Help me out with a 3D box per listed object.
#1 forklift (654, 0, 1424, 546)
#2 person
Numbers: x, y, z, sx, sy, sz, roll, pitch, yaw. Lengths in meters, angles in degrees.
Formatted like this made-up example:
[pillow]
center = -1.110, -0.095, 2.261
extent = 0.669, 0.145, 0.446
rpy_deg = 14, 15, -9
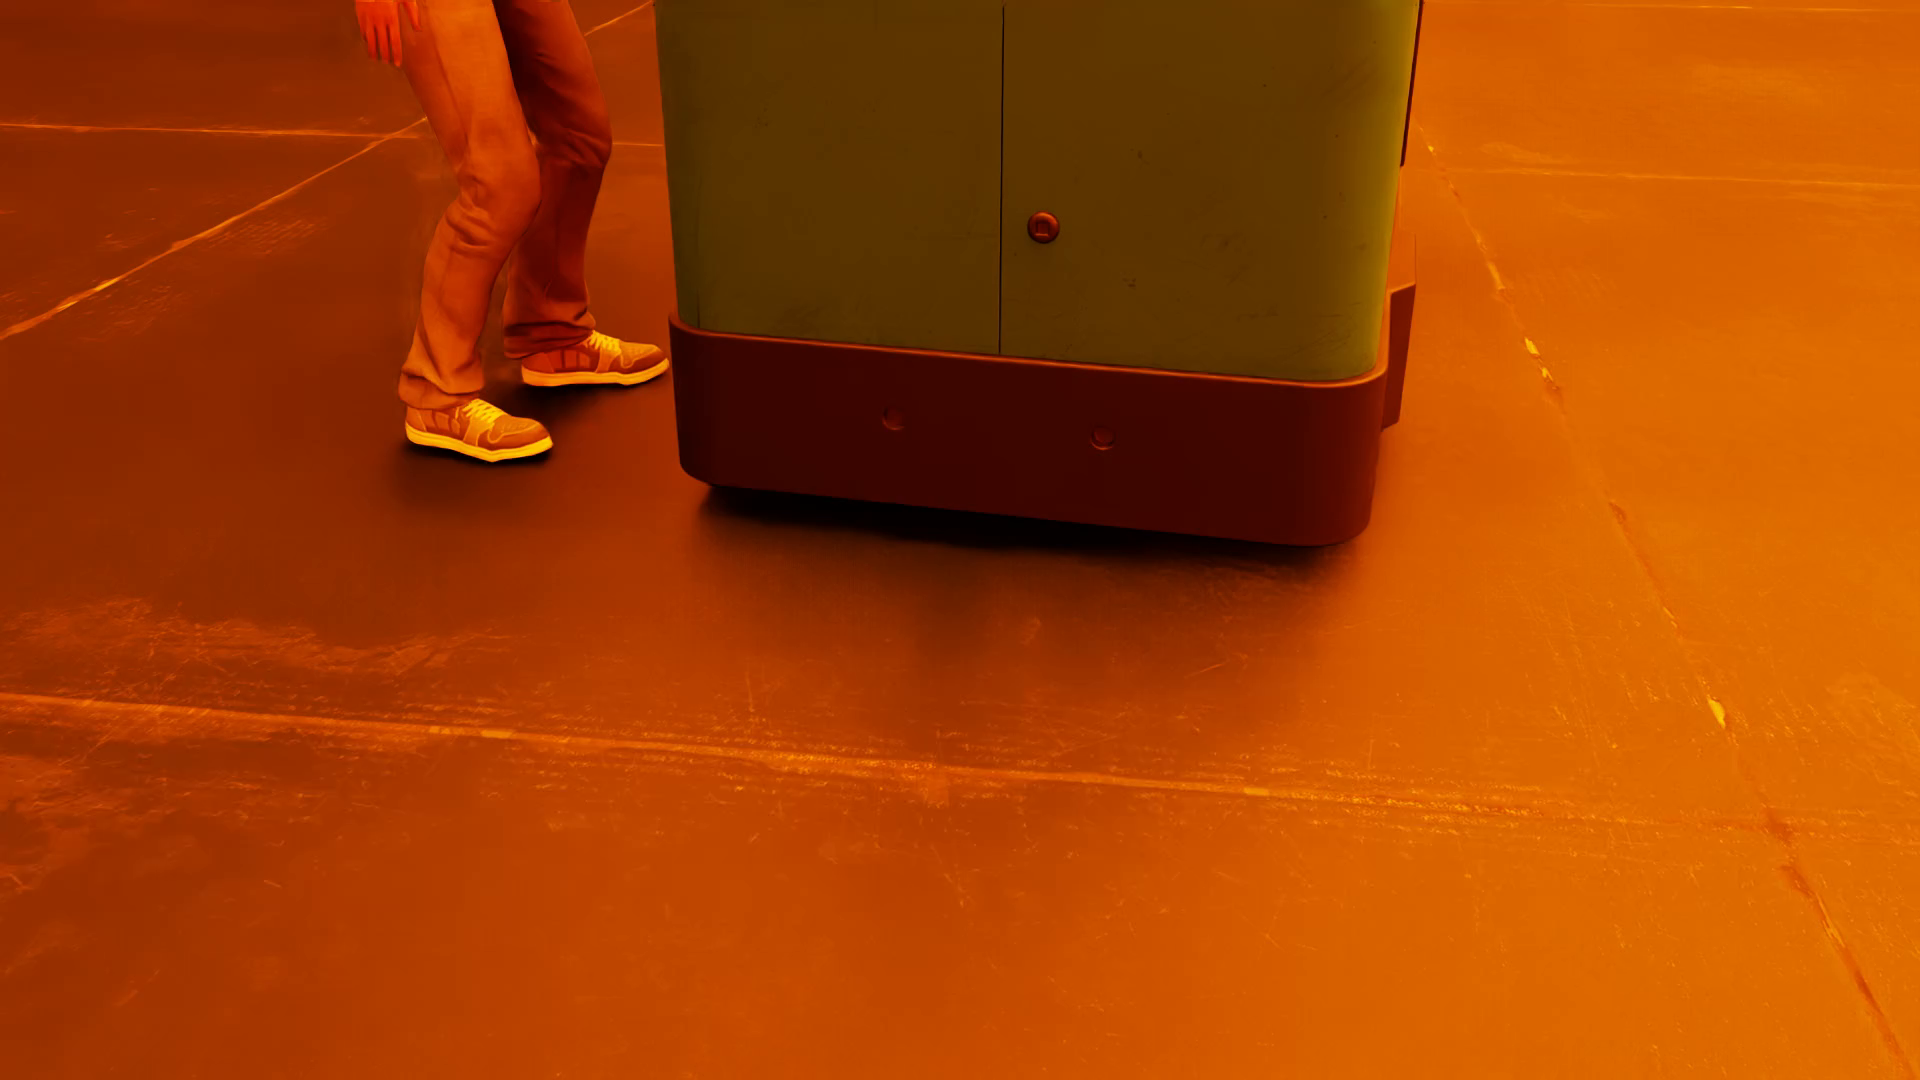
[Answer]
[forklift]
center = 0.411, -1.940, 3.105
extent = 1.130, 2.935, 3.031
rpy_deg = 6, 27, 12
[person]
center = -0.760, -0.893, 2.543
extent = 0.354, 1.564, 0.654
rpy_deg = 4, 27, 9
